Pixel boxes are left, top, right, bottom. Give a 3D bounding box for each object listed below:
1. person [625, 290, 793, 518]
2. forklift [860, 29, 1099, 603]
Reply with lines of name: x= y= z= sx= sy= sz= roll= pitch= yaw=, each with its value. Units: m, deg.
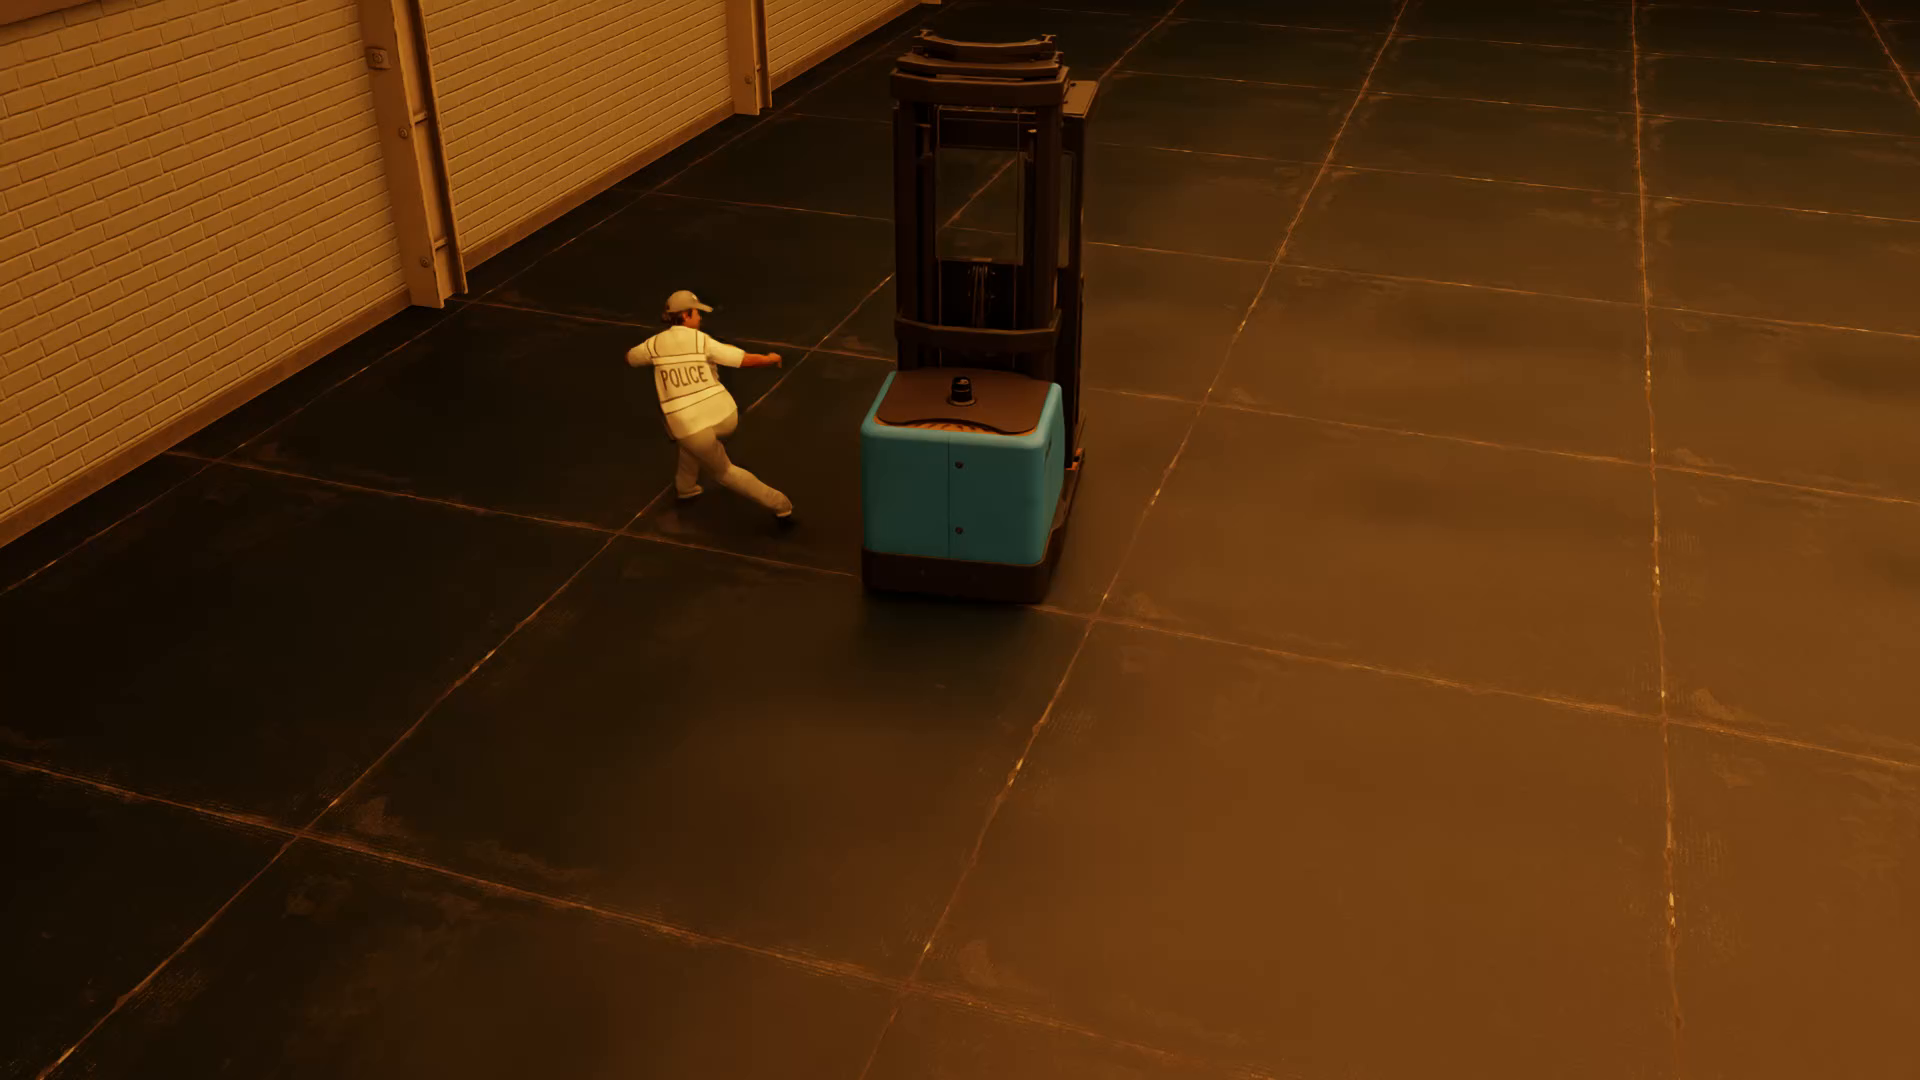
person: x=-1.513 y=-0.841 z=10.135 sx=0.899 sy=1.442 sz=0.980 roll=-14 pitch=33 yaw=-23
forklift: x=0.209 y=-1.632 z=10.000 sx=1.130 sy=2.935 sz=3.031 roll=5 pitch=30 yaw=9
